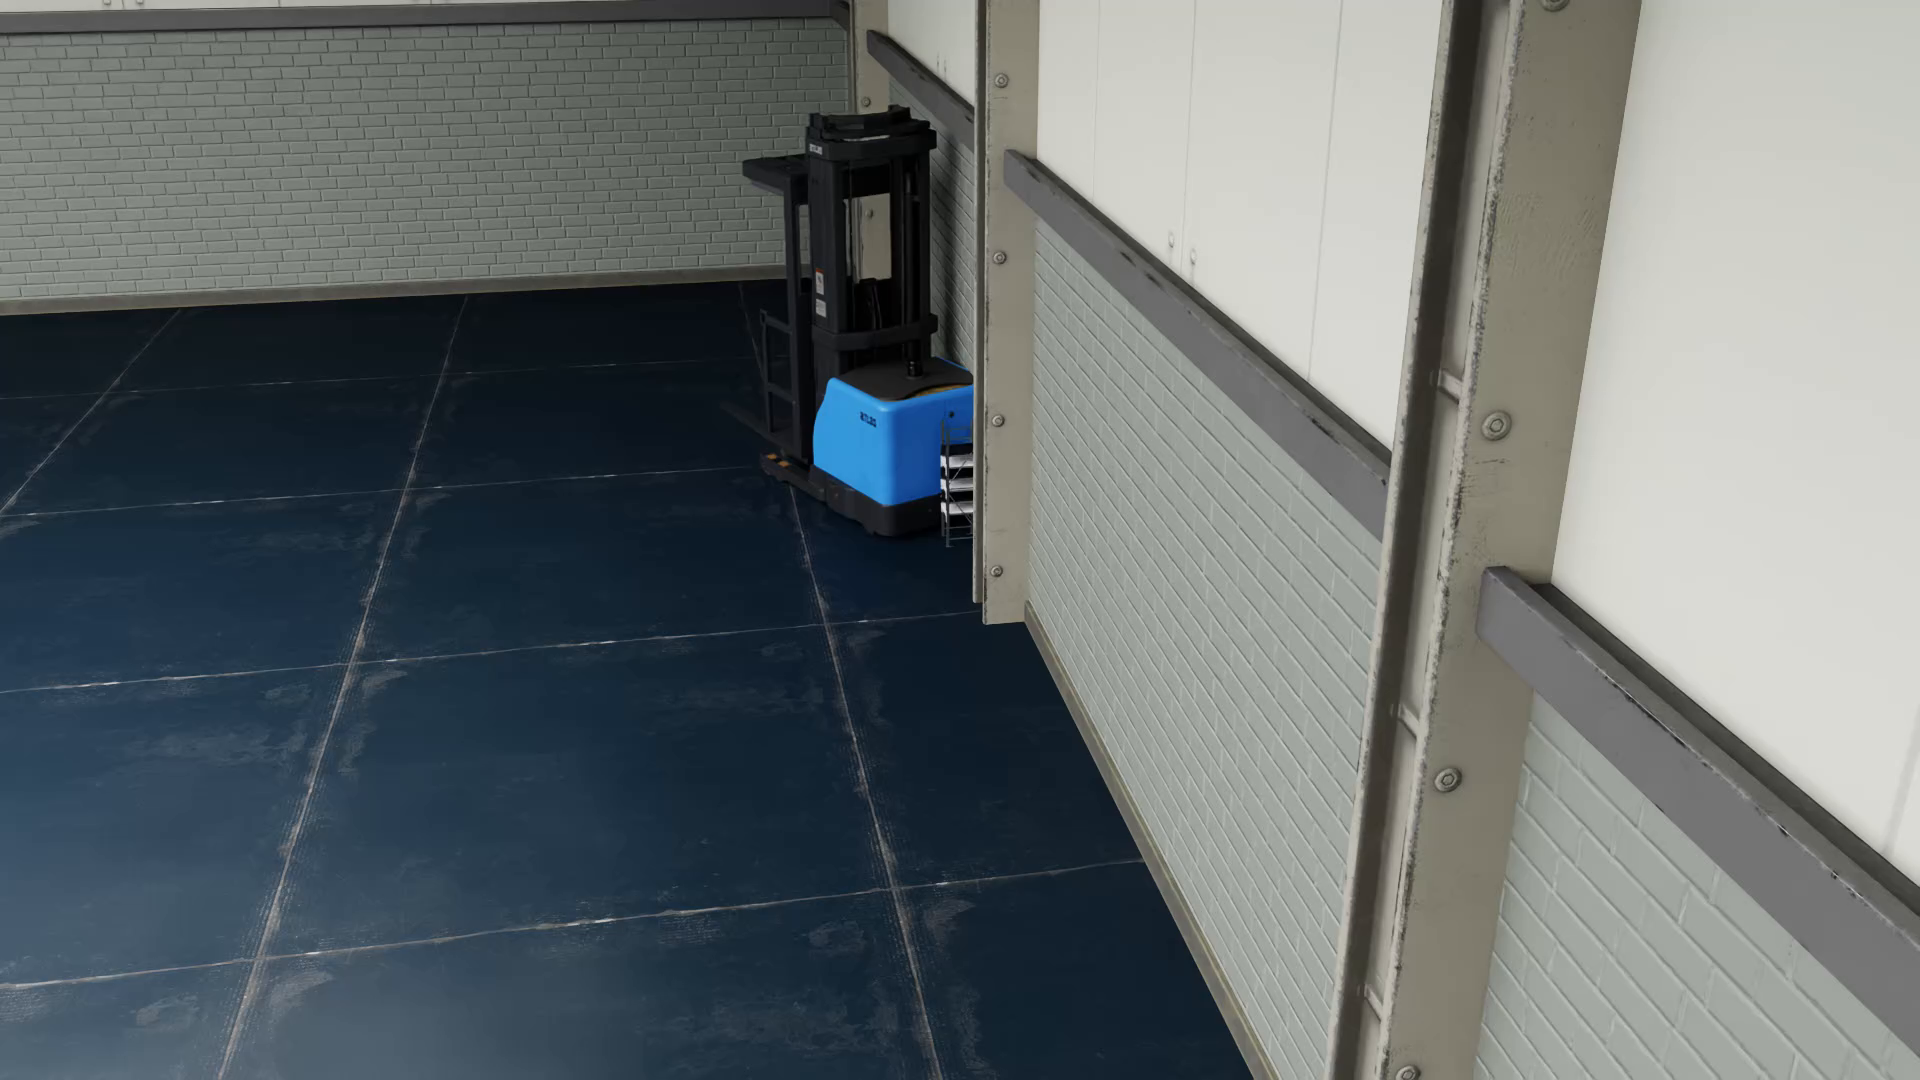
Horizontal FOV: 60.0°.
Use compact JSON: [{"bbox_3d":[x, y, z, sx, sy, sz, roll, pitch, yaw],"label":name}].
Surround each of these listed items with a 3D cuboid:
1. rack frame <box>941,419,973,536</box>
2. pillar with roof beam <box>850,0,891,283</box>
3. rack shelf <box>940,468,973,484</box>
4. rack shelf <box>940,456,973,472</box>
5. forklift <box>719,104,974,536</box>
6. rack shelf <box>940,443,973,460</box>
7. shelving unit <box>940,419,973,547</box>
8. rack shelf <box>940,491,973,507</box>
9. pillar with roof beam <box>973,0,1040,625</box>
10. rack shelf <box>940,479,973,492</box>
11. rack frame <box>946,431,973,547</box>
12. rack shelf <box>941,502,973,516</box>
[{"bbox_3d":[-0.017,-0.449,12.154,0.240,0.900,0.006,-4,24,-10],"label":"rack frame"},{"bbox_3d":[-5.066,-5.696,14.049,9.100,9.000,0.400,-4,24,-10],"label":"pillar with roof beam"},{"bbox_3d":[0.001,-0.461,12.040,0.258,0.077,0.200,-4,24,-10],"label":"rack shelf"},{"bbox_3d":[0.001,-0.544,12.004,0.258,0.077,0.200,-4,24,-10],"label":"rack shelf"},{"bbox_3d":[-0.961,-1.904,12.948,1.130,2.935,3.031,-15,28,-31],"label":"forklift"},{"bbox_3d":[0.001,-0.626,11.968,0.258,0.077,0.200,-4,24,-10],"label":"rack shelf"},{"bbox_3d":[0.001,-0.409,12.063,0.258,0.900,0.210,-4,24,-10],"label":"shelving unit"},{"bbox_3d":[0.002,-0.296,12.112,0.258,0.077,0.200,-4,24,-10],"label":"rack shelf"},{"bbox_3d":[-3.956,-3.336,8.645,9.100,9.000,0.400,-4,24,-10],"label":"pillar with roof beam"},{"bbox_3d":[0.002,-0.379,12.076,0.258,0.077,0.200,-4,24,-10],"label":"rack shelf"},{"bbox_3d":[0.020,-0.369,11.971,0.240,0.900,0.006,-4,24,-10],"label":"rack frame"},{"bbox_3d":[0.002,-0.214,12.148,0.258,0.077,0.200,-4,24,-10],"label":"rack shelf"}]
